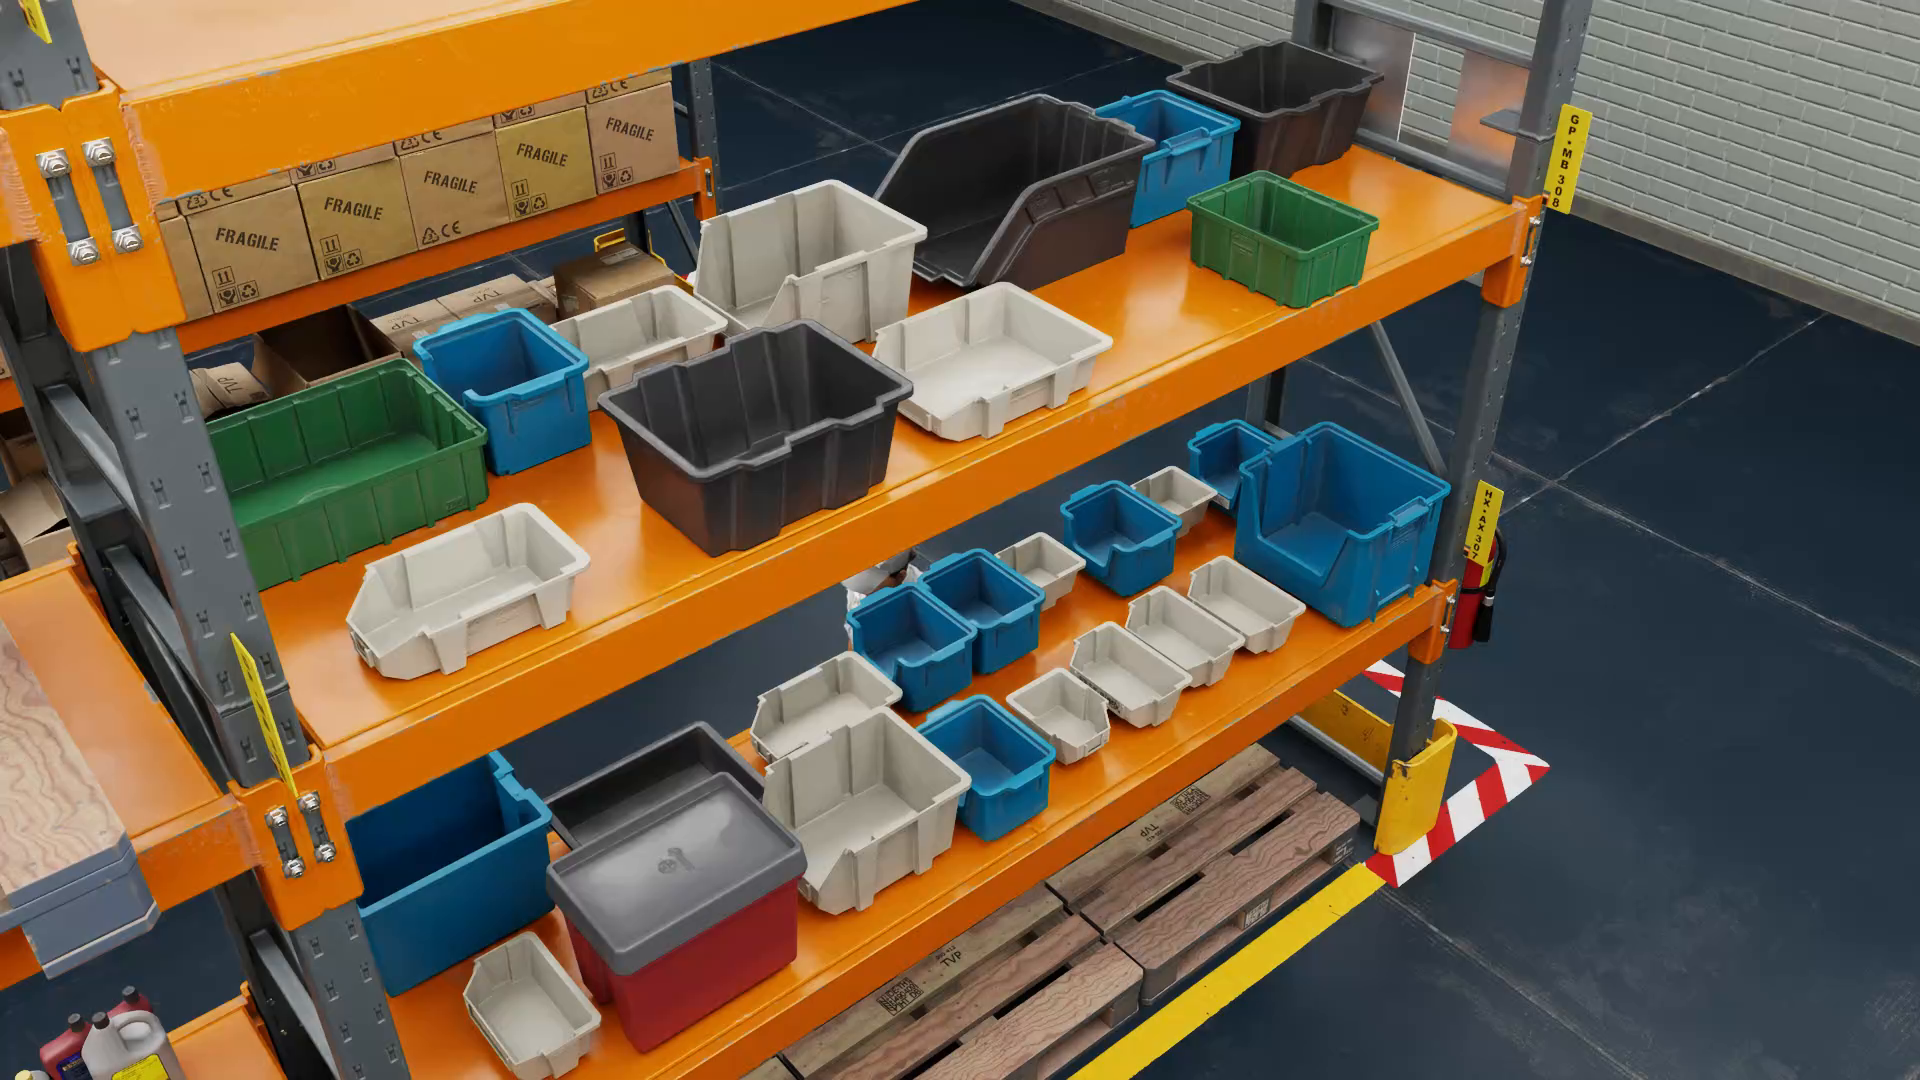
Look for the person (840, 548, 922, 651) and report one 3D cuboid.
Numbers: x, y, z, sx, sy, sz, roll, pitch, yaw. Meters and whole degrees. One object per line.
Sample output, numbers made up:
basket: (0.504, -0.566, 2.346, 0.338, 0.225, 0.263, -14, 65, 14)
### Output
person: (-0.253, 0.612, 6.231, 0.466, 1.667, 0.560, -29, 45, -34)
